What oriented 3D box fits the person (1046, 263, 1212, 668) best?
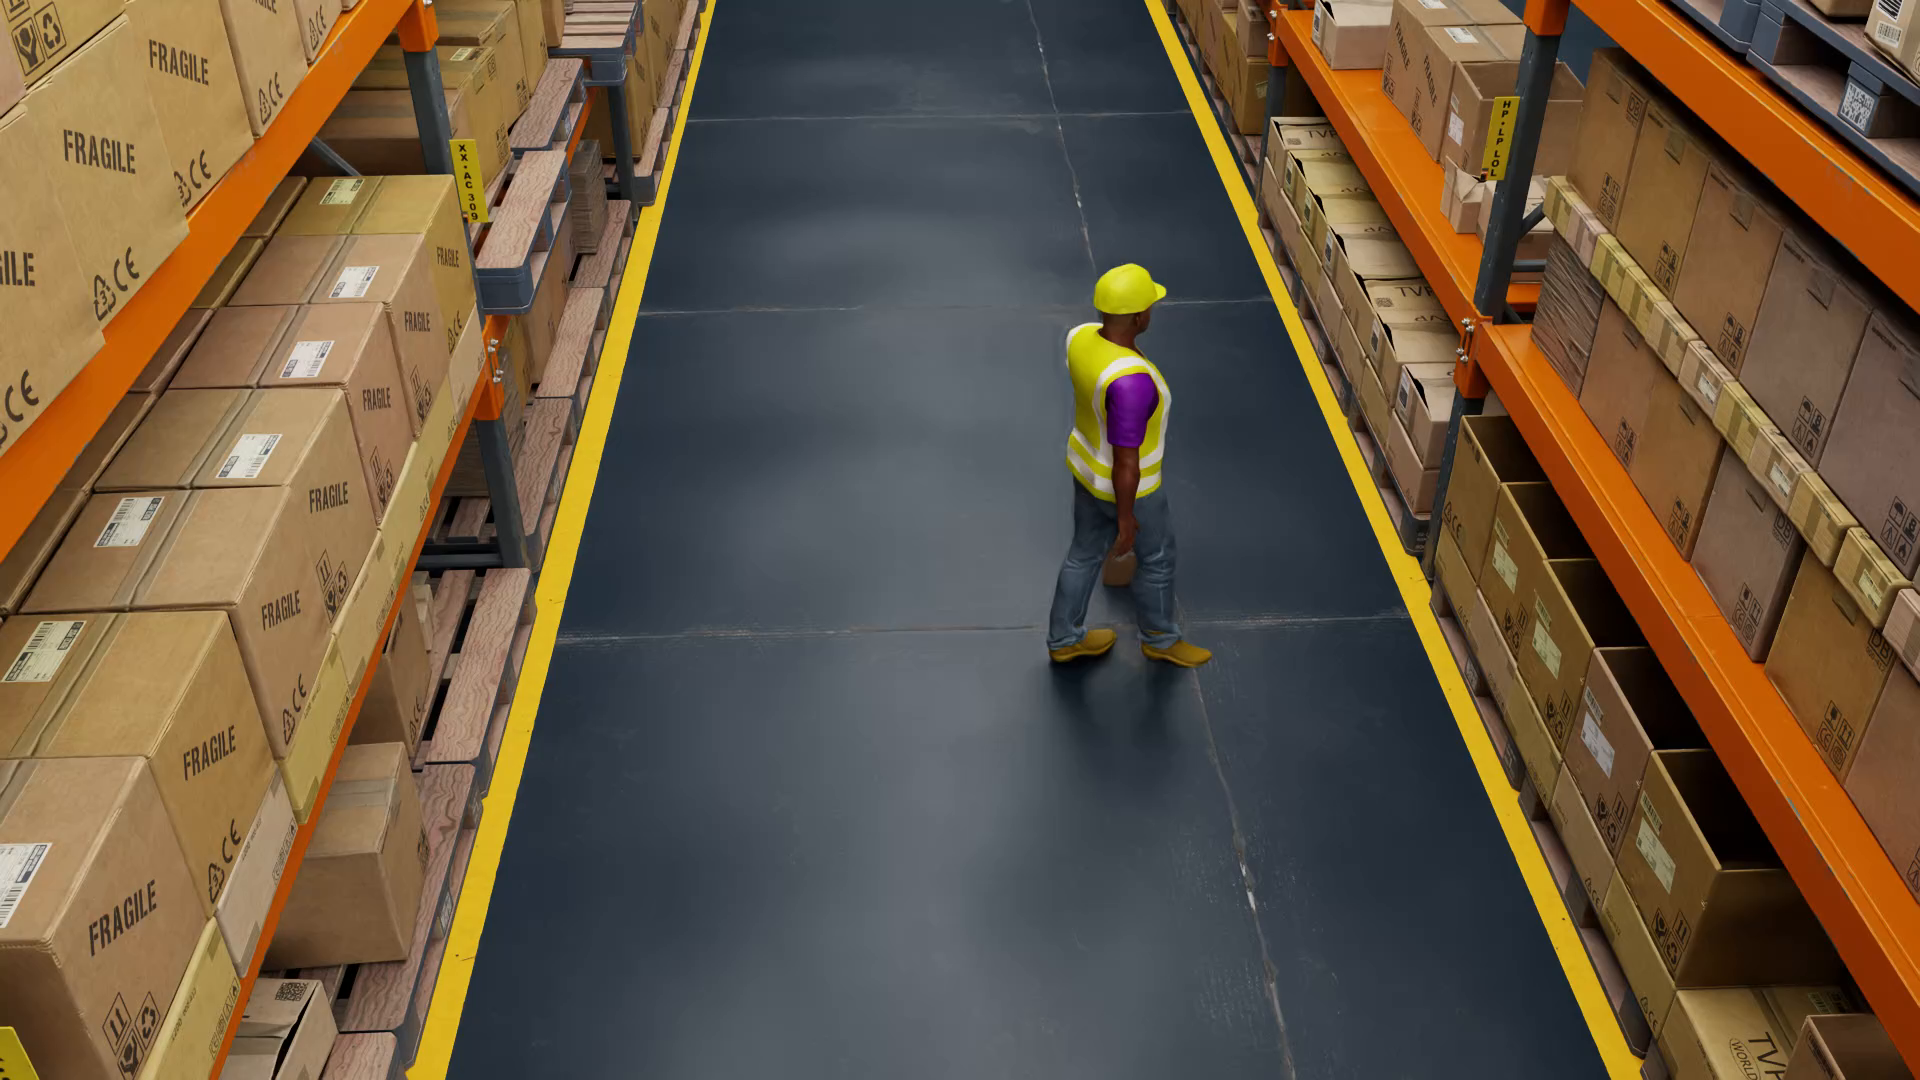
[{"bbox_3d":[0.671,-0.261,6.500,0.665,1.791,0.620,-14,37,-19],"label":"person"}]
